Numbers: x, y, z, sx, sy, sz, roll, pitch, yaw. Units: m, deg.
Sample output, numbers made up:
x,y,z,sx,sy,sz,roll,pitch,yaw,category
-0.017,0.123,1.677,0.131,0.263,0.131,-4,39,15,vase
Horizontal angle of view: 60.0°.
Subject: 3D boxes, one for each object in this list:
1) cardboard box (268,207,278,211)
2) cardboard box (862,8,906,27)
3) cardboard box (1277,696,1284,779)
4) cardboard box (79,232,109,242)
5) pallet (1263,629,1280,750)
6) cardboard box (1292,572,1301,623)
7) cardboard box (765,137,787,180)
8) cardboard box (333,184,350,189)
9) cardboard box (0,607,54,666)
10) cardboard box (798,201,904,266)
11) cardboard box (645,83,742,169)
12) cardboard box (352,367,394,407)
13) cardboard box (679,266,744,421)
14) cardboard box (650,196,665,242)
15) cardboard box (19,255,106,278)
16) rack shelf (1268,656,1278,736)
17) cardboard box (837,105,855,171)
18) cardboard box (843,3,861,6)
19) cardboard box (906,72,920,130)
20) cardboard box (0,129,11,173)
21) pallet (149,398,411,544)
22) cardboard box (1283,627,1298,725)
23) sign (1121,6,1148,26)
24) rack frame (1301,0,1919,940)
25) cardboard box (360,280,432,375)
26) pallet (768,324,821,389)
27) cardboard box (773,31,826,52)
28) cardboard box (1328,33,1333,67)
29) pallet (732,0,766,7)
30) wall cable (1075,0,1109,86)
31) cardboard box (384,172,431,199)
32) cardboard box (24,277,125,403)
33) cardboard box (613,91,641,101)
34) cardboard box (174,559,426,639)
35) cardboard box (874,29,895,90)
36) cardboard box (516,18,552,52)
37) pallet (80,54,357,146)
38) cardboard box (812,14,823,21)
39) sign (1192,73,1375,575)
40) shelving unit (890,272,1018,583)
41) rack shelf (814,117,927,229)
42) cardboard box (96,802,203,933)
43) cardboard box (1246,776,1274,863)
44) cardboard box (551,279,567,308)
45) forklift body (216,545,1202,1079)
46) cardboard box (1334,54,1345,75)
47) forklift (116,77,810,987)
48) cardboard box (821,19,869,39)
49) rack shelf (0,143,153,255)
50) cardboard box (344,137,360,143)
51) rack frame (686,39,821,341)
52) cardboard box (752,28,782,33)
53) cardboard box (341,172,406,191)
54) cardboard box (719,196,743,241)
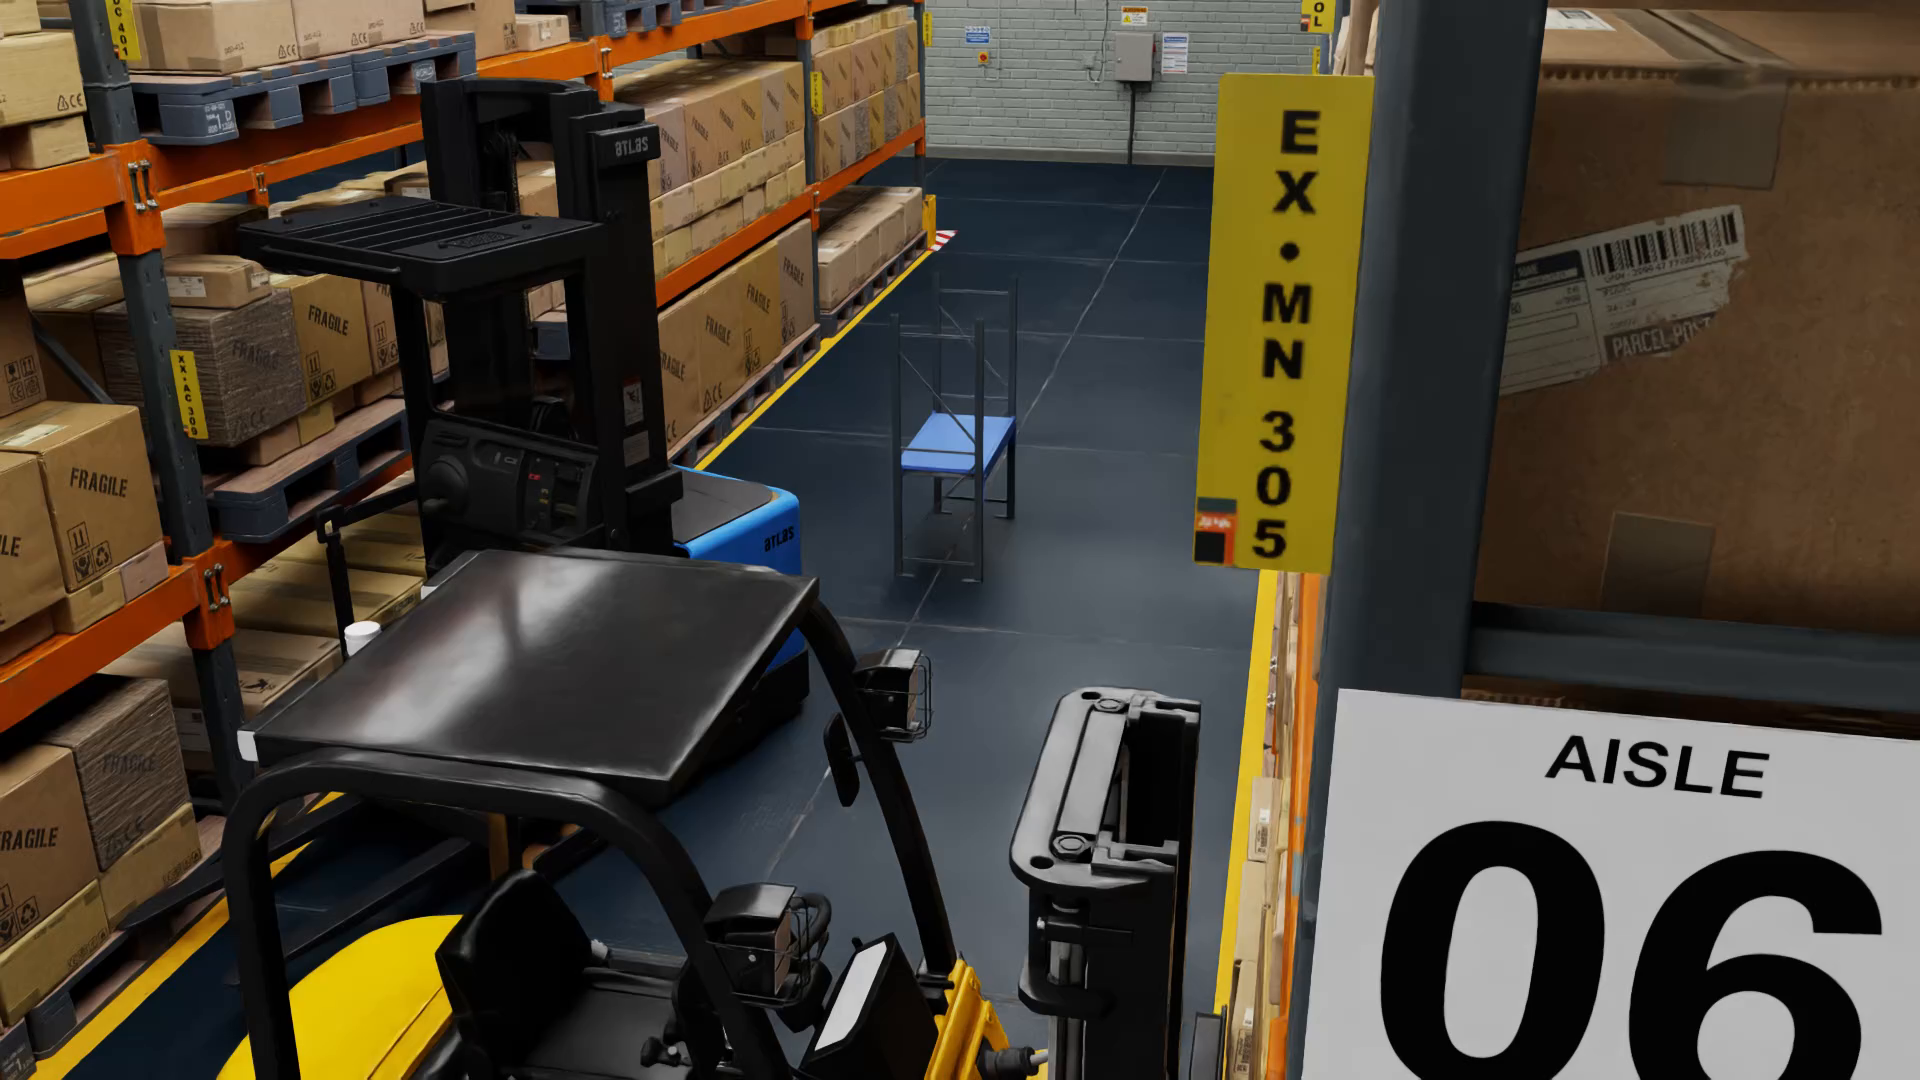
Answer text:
x,y,z,sx,sy,sz,roll,pitch,yaw,category
-6.572,-3.107,16.011,0.380,0.149,0.250,3,22,8,cardboard box
-0.734,-5.017,15.956,0.380,0.149,0.250,4,22,10,cardboard box
1.117,0.505,4.450,0.500,0.500,0.500,5,22,12,cardboard box
-7.057,-2.364,13.488,0.500,0.250,0.500,5,22,12,cardboard box
1.912,0.791,7.607,1.003,0.211,1.213,4,22,11,pallet
1.036,0.109,4.168,0.380,0.149,0.250,5,22,12,cardboard box
-1.621,-2.885,12.532,0.500,0.250,0.500,5,22,12,cardboard box
-6.249,-3.582,17.190,0.380,0.149,0.250,3,22,8,cardboard box
-3.248,0.279,5.482,0.380,0.149,0.250,5,22,11,cardboard box
-1.074,-2.970,16.081,0.875,0.438,0.875,5,22,12,cardboard box
-1.832,-2.849,11.440,0.500,0.500,0.500,5,22,12,cardboard box
-2.749,-0.707,7.368,0.380,0.149,0.250,5,22,12,cardboard box
-2.083,-1.404,11.606,0.875,0.875,0.875,5,22,12,cardboard box
-2.146,-1.951,10.215,0.500,0.250,0.500,4,22,11,cardboard box
-6.763,-1.945,12.448,0.500,0.250,0.500,5,22,11,cardboard box
1.961,-0.180,7.249,1.077,0.370,4.000,4,22,11,rack shelf
-1.216,-3.467,14.313,0.500,0.500,0.500,5,22,11,cardboard box
-1.202,-5.251,16.535,0.380,0.149,0.250,5,22,12,cardboard box
-0.698,-4.398,16.625,0.500,0.500,0.500,5,22,11,cardboard box
-3.211,-1.210,5.164,0.380,0.149,0.250,5,22,12,cardboard box
-3.009,-0.339,6.937,1.003,0.211,1.213,4,22,11,pallet
0.975,0.339,3.994,0.380,0.149,0.250,4,22,10,cardboard box
2.284,-6.862,21.771,0.339,0.242,0.001,4,22,11,sign
0.737,-1.103,0.546,1.000,3.000,0.127,4,22,11,rack frame
-2.715,-1.051,7.355,0.500,0.500,0.500,4,22,11,cardboard box
-1.758,-1.504,13.305,1.003,0.211,1.213,4,22,11,pallet
-1.320,-4.087,13.646,0.380,0.149,0.250,5,22,12,cardboard box
1.462,-1.657,5.361,0.500,0.311,0.500,4,22,9,cardboard box
-1.814,-4.049,12.133,0.805,0.209,1.217,4,22,9,pallet
1.660,-6.980,21.809,0.588,1.984,0.122,4,22,11,wall cable
-2.549,-1.683,8.054,0.380,0.149,0.250,3,22,8,cardboard box
-3.438,-0.725,6.545,0.500,0.500,0.500,4,22,10,cardboard box
-2.437,-2.711,11.098,0.500,0.500,0.500,4,22,11,cardboard box
-3.059,0.409,7.777,0.950,0.372,0.625,6,23,14,cardboard box
-0.906,-4.490,15.515,0.500,0.500,0.500,4,22,11,cardboard box
-2.392,-2.675,8.801,0.380,0.149,0.250,4,22,11,cardboard box
-3.077,-1.682,6.250,1.213,0.211,1.003,4,22,11,pallet
-1.481,-4.777,15.360,0.380,0.149,0.250,5,22,11,cardboard box
0.208,-0.132,1.071,0.100,0.325,0.005,4,22,11,sign
-0.017,-0.665,9.496,0.538,1.500,1.048,4,22,11,shelving unit
-1.267,-3.483,15.450,1.077,0.370,4.000,4,22,11,rack shelf
-3.165,1.158,6.082,0.500,0.250,0.500,5,23,13,cardboard box
1.147,0.987,5.167,0.500,0.250,0.500,4,22,10,cardboard box
-2.319,-1.364,8.999,0.380,0.149,0.250,4,22,10,cardboard box
-0.662,1.241,3.892,2.313,2.155,1.214,4,22,11,forklift body
0.953,-0.833,3.376,0.396,0.266,0.258,4,22,10,cardboard box
-1.916,-0.208,6.446,1.130,2.935,3.031,13,25,29,forklift
-1.027,-4.548,14.790,0.380,0.149,0.250,5,22,11,cardboard box
-3.715,-0.486,3.993,1.077,0.370,4.000,4,22,11,rack shelf
-5.942,-3.873,15.792,0.380,0.149,0.250,5,23,13,cardboard box
-1.675,-3.085,13.499,1.000,3.000,0.127,4,22,11,rack frame
-1.703,-4.212,13.956,0.380,0.149,0.250,4,22,11,cardboard box
-2.909,-1.664,8.875,0.500,0.500,0.500,6,23,14,cardboard box
-1.847,-2.274,11.686,0.500,0.250,0.500,4,22,11,cardboard box
